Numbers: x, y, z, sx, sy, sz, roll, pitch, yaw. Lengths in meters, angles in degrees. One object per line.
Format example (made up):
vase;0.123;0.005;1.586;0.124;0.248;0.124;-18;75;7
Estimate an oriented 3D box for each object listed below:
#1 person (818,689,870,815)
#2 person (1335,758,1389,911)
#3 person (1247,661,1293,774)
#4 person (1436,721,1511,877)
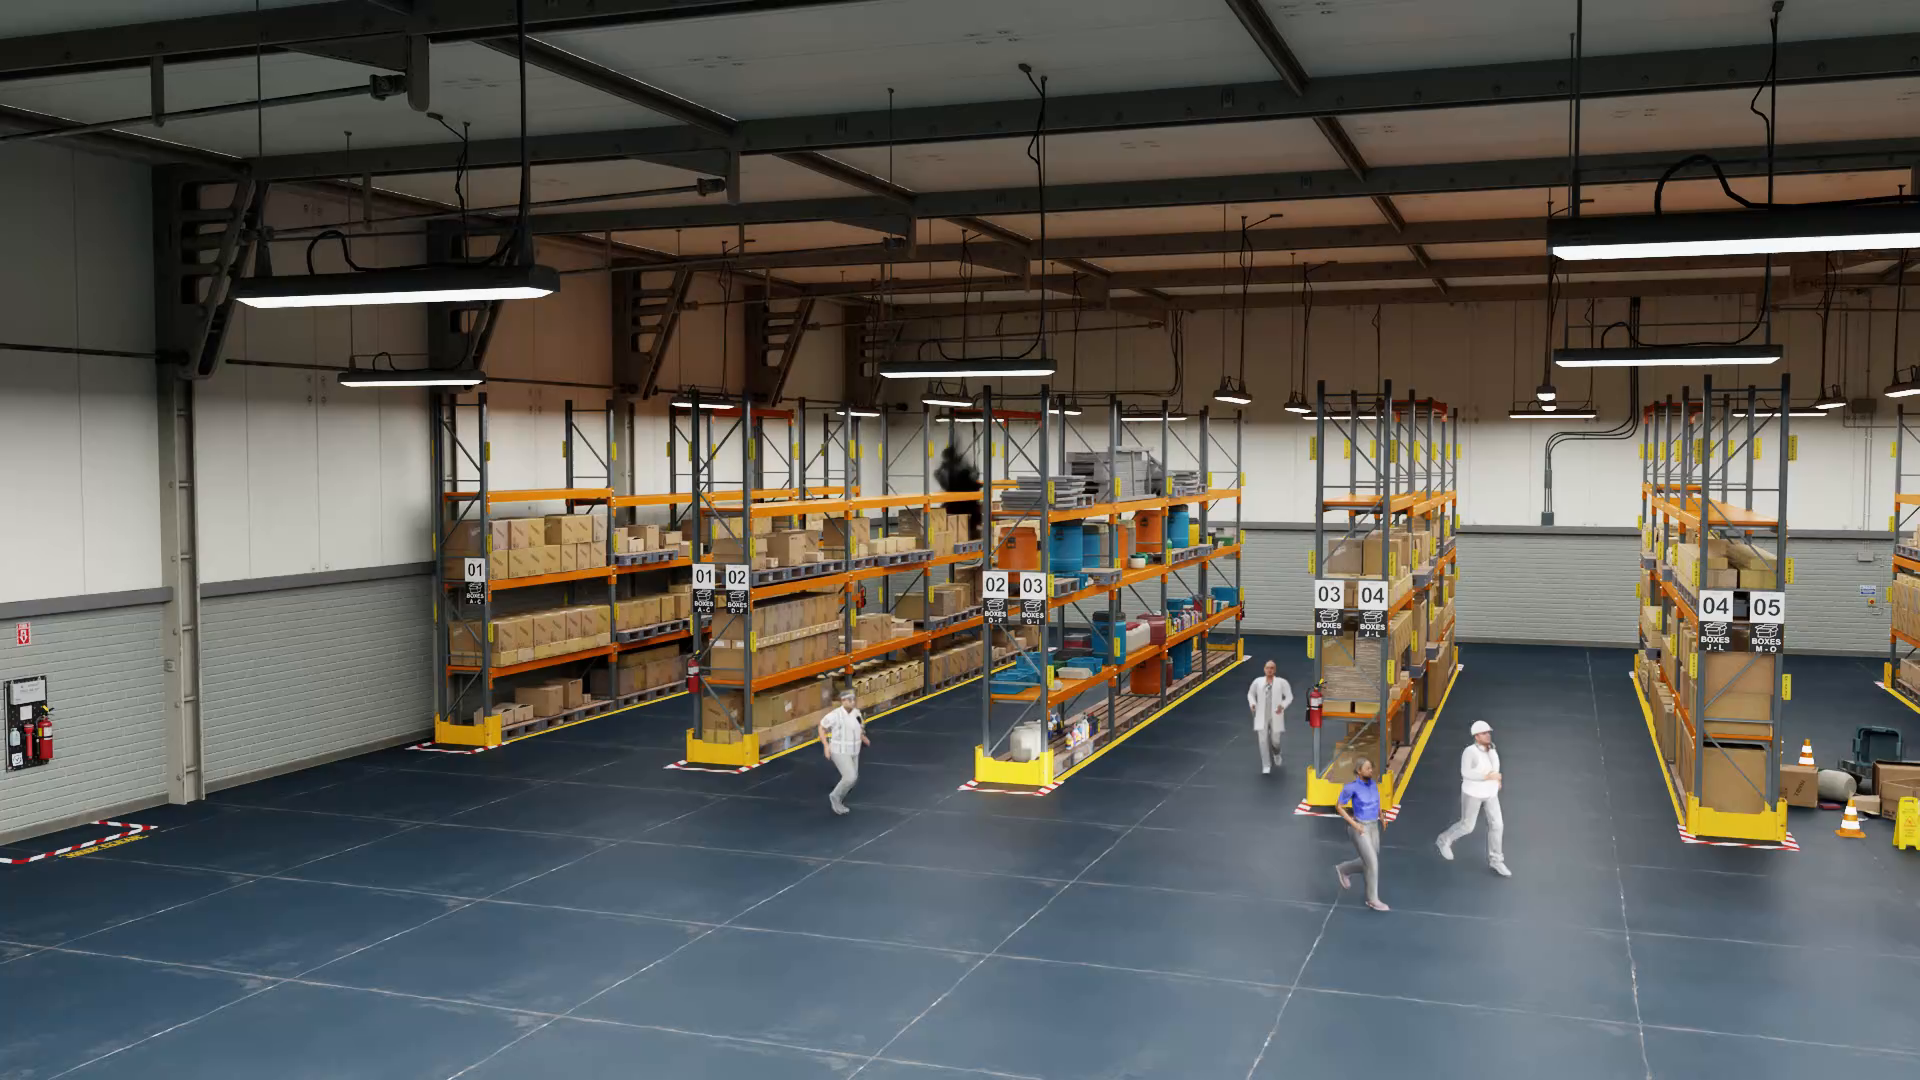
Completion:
person;-1.536;2.907;22.808;0.725;1.737;0.639;3;4;43
person;4.415;3.208;18.343;0.594;1.630;0.779;-2;4;-36
person;4.825;2.753;25.948;0.711;1.727;0.716;1;3;17
person;6.191;3.052;19.922;0.665;1.802;0.962;-2;3;-29
